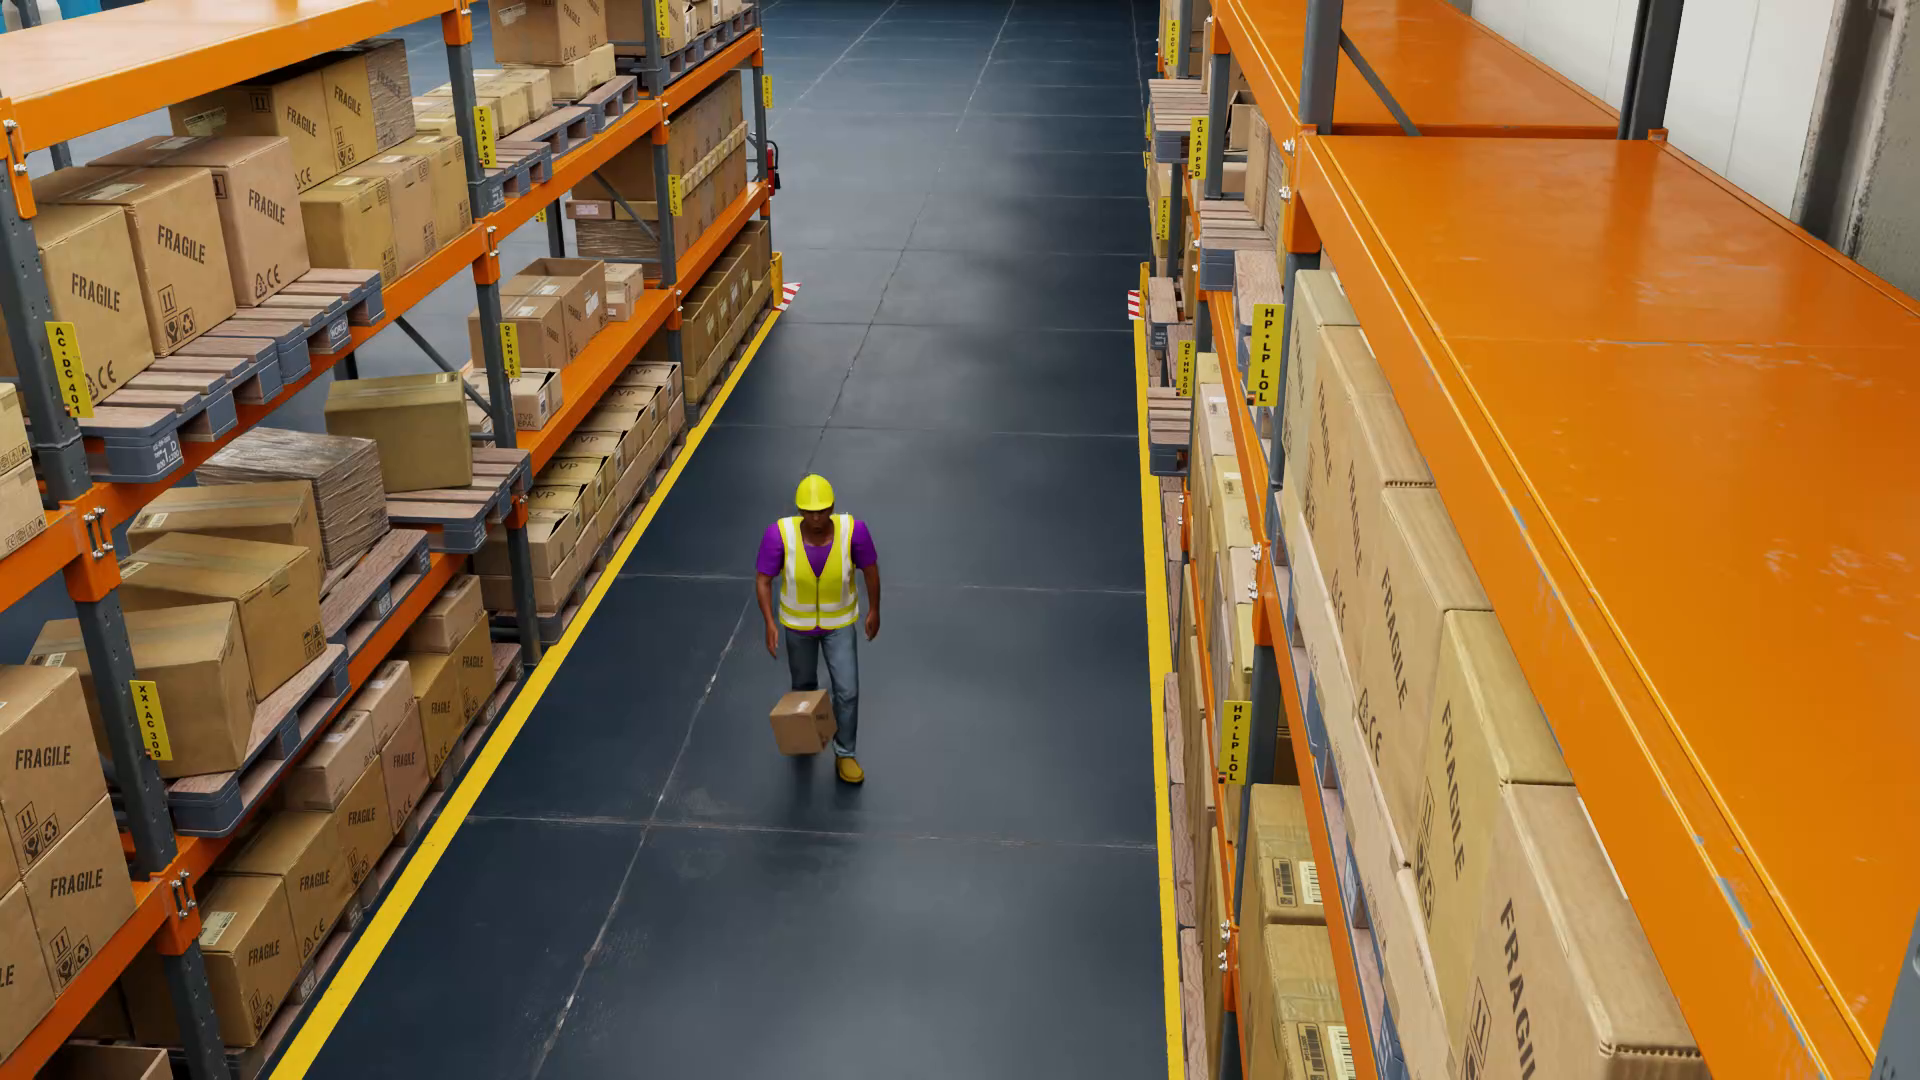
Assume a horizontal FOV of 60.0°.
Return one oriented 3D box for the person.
[{"bbox_3d":[-0.761,0.431,9.040,0.670,1.747,0.688,-2,24,-3],"label":"person"}]
